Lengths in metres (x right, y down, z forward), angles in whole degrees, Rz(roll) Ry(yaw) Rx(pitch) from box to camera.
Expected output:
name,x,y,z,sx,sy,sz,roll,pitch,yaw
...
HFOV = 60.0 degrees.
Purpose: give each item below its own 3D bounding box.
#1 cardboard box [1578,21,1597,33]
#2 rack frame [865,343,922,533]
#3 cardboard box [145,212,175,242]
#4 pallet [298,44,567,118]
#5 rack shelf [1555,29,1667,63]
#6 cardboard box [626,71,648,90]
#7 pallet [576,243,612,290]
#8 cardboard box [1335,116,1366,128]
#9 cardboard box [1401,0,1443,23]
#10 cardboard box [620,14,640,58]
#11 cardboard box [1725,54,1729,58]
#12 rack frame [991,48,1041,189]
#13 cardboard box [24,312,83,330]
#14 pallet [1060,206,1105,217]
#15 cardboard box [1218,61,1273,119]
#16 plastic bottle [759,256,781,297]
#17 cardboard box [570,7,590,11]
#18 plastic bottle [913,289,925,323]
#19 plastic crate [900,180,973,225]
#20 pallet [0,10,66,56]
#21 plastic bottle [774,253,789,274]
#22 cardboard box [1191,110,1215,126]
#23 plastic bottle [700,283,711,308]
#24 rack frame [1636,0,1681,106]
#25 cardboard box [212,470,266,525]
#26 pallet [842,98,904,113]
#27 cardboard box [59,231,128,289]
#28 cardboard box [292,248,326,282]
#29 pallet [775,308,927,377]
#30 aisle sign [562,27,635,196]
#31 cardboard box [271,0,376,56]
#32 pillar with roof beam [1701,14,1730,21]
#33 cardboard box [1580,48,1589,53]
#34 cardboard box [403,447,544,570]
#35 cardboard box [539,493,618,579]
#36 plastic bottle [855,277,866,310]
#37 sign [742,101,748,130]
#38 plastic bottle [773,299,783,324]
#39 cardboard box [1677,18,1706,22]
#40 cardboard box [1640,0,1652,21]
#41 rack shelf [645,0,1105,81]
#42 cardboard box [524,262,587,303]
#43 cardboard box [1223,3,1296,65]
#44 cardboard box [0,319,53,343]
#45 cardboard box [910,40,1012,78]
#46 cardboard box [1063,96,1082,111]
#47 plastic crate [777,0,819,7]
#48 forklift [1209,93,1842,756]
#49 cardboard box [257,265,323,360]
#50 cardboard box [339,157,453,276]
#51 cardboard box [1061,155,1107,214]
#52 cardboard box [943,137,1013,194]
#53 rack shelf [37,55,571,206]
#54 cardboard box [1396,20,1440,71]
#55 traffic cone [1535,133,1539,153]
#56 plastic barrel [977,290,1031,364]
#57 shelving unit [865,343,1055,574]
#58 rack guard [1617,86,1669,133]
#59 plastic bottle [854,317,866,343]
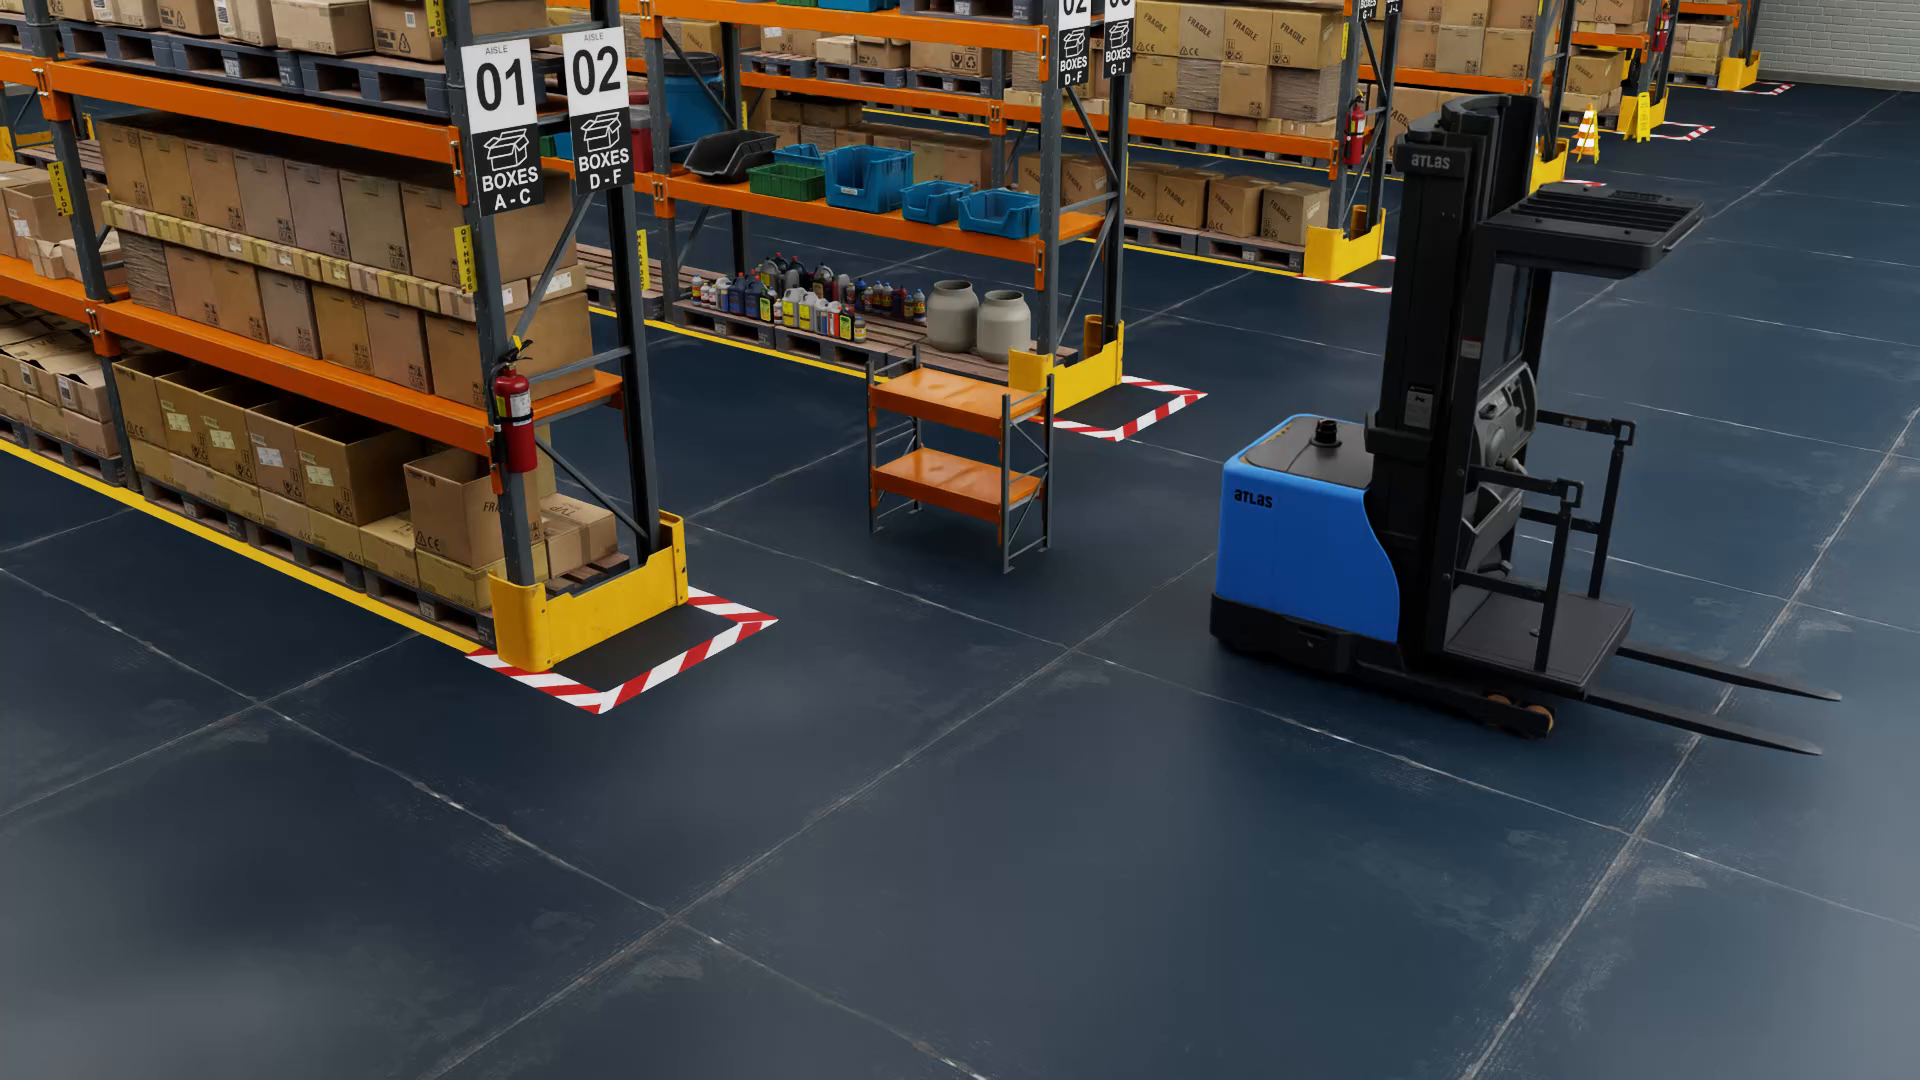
name,x,y,z,sx,sy,sz,roll,pitch,yaw
cardboard box,8.943,-7.286,23.557,0.250,0.149,0.380,16,29,32
rack frame,-0.412,-0.639,10.485,0.032,1.125,0.500,17,29,33
cardboard box,-4.749,-1.953,10.212,0.250,0.149,0.380,16,28,32
pallet,-2.606,-2.404,8.555,1.213,0.211,1.003,17,29,33
rack shelf,8.231,-7.440,24.486,4.000,0.370,1.077,17,29,33
cardboard box,-3.762,-5.634,21.610,0.875,0.875,1.225,17,29,33
pallet,-3.915,-2.653,16.189,1.213,0.211,1.003,17,29,33
cardboard box,3.803,-4.119,16.368,0.250,0.149,0.380,17,29,33
cardboard box,5.808,-6.611,20.189,0.550,0.550,0.875,17,29,33
cardboard box,-4.276,-6.478,21.287,0.500,0.500,0.500,17,29,34
cardboard box,12.530,-8.003,27.763,0.500,0.250,0.500,17,29,34
rack frame,0.687,-5.055,18.182,0.127,3.000,1.000,17,29,33
cardboard box,-6.669,-1.602,12.539,0.500,0.311,0.500,18,29,35
pallet,1.246,-3.628,18.402,1.213,0.211,1.003,17,29,33
cardboard box,2.993,-4.494,16.415,0.500,0.500,0.875,17,29,33
plastic bottle,-1.681,-2.337,14.753,0.185,0.351,0.144,17,29,33
cardboard box,-4.656,-7.173,21.621,0.637,0.503,0.797,17,29,34
plastic bottle,-0.346,-1.982,14.045,0.097,0.271,0.097,0,24,0
plastic crate,-0.178,-2.605,12.806,0.408,0.251,0.499,17,29,33
pallet,-5.970,-3.354,10.838,1.217,0.209,0.805,16,28,31
plastic bottle,-1.595,-2.384,14.858,0.185,0.351,0.144,16,28,32
cardboard box,2.526,-4.272,16.717,0.250,0.149,0.380,17,29,33
plastic bottle,-2.210,-2.135,14.479,0.097,0.201,0.097,0,24,0
rack frame,9.832,-7.285,23.243,0.127,3.000,1.000,17,29,33
cardboard box,-4.273,-0.339,10.367,0.500,0.250,0.500,17,29,33
pallet,-1.054,-6.807,25.616,1.213,0.211,1.003,17,29,33
cardboard box,-5.677,-1.896,11.199,0.500,0.250,0.500,19,30,36
cardboard box,-3.513,-1.579,9.364,0.250,0.149,0.380,18,29,35
pallet,-0.790,-1.710,14.049,1.213,0.211,1.003,17,29,33
aisle sign,-1.820,-2.165,8.399,0.004,0.787,0.394,17,29,33
cardboard box,-3.136,-2.646,8.486,0.500,0.250,0.500,17,29,33
pillar with roof beam,10.207,-10.703,23.560,0.400,9.000,9.100,17,29,33
cardboard box,8.912,-6.977,24.504,0.500,0.500,0.500,16,28,31
cardboard box,-2.664,-0.203,9.130,0.500,0.500,0.500,17,29,33
cardboard box,-2.352,-0.028,9.662,0.500,0.250,0.500,17,29,33
plastic bottle,-0.863,-2.138,14.399,0.097,0.271,0.097,0,24,0
sign,-1.944,-3.759,14.896,0.005,0.325,0.100,17,29,33
plastic bottle,-1.522,-1.927,14.008,0.097,0.201,0.097,0,24,0
cardboard box,12.133,-8.576,27.822,0.500,0.250,0.500,17,29,33
cardboard box,9.619,-7.671,23.626,0.500,0.500,0.500,16,29,33
rack shelf,-0.683,-4.017,12.998,4.000,0.370,1.077,17,29,33
cardboard box,-2.241,-1.400,8.957,0.250,0.149,0.380,17,29,33
cardboard box,2.896,-4.900,16.096,0.500,0.500,0.500,17,29,33
cardboard box,-6.971,-1.424,12.134,0.500,0.311,0.500,16,29,33
cardboard box,0.136,-5.759,18.515,1.000,1.000,1.000,17,29,34
cardboard box,1.294,-4.618,17.501,0.250,0.149,0.380,17,29,33
plastic crate,-1.184,-4.264,12.928,0.450,0.188,0.336,17,29,33
forklift,2.877,-0.601,8.157,3.031,2.935,1.130,15,28,30
cardboard box,-3.662,-1.429,9.828,0.500,0.500,0.700,18,29,35
cardboard box,-2.888,-1.787,9.032,0.500,0.500,0.700,16,28,32
cardboard box,1.446,-3.858,18.044,0.500,0.500,0.500,-16,28,-31
cardboard box,0.209,-4.268,18.950,0.500,0.500,0.700,14,28,29
rack shelf,-3.656,-2.420,9.373,4.000,0.370,1.077,17,29,33
cardboard box,5.794,-6.109,20.389,0.550,0.550,0.875,17,29,33
traffic cone,7.371,-5.089,21.406,0.334,0.463,0.336,17,29,33
plastic barrel,0.345,-1.678,13.082,0.421,0.512,0.421,0,24,0
shelving unit,-0.005,-0.516,10.206,1.048,1.125,0.538,17,29,33
rack guard,9.771,-6.160,23.789,0.348,0.500,1.175,17,29,33
plastic bottle,-0.815,-1.713,13.522,0.097,0.201,0.097,0,24,0
